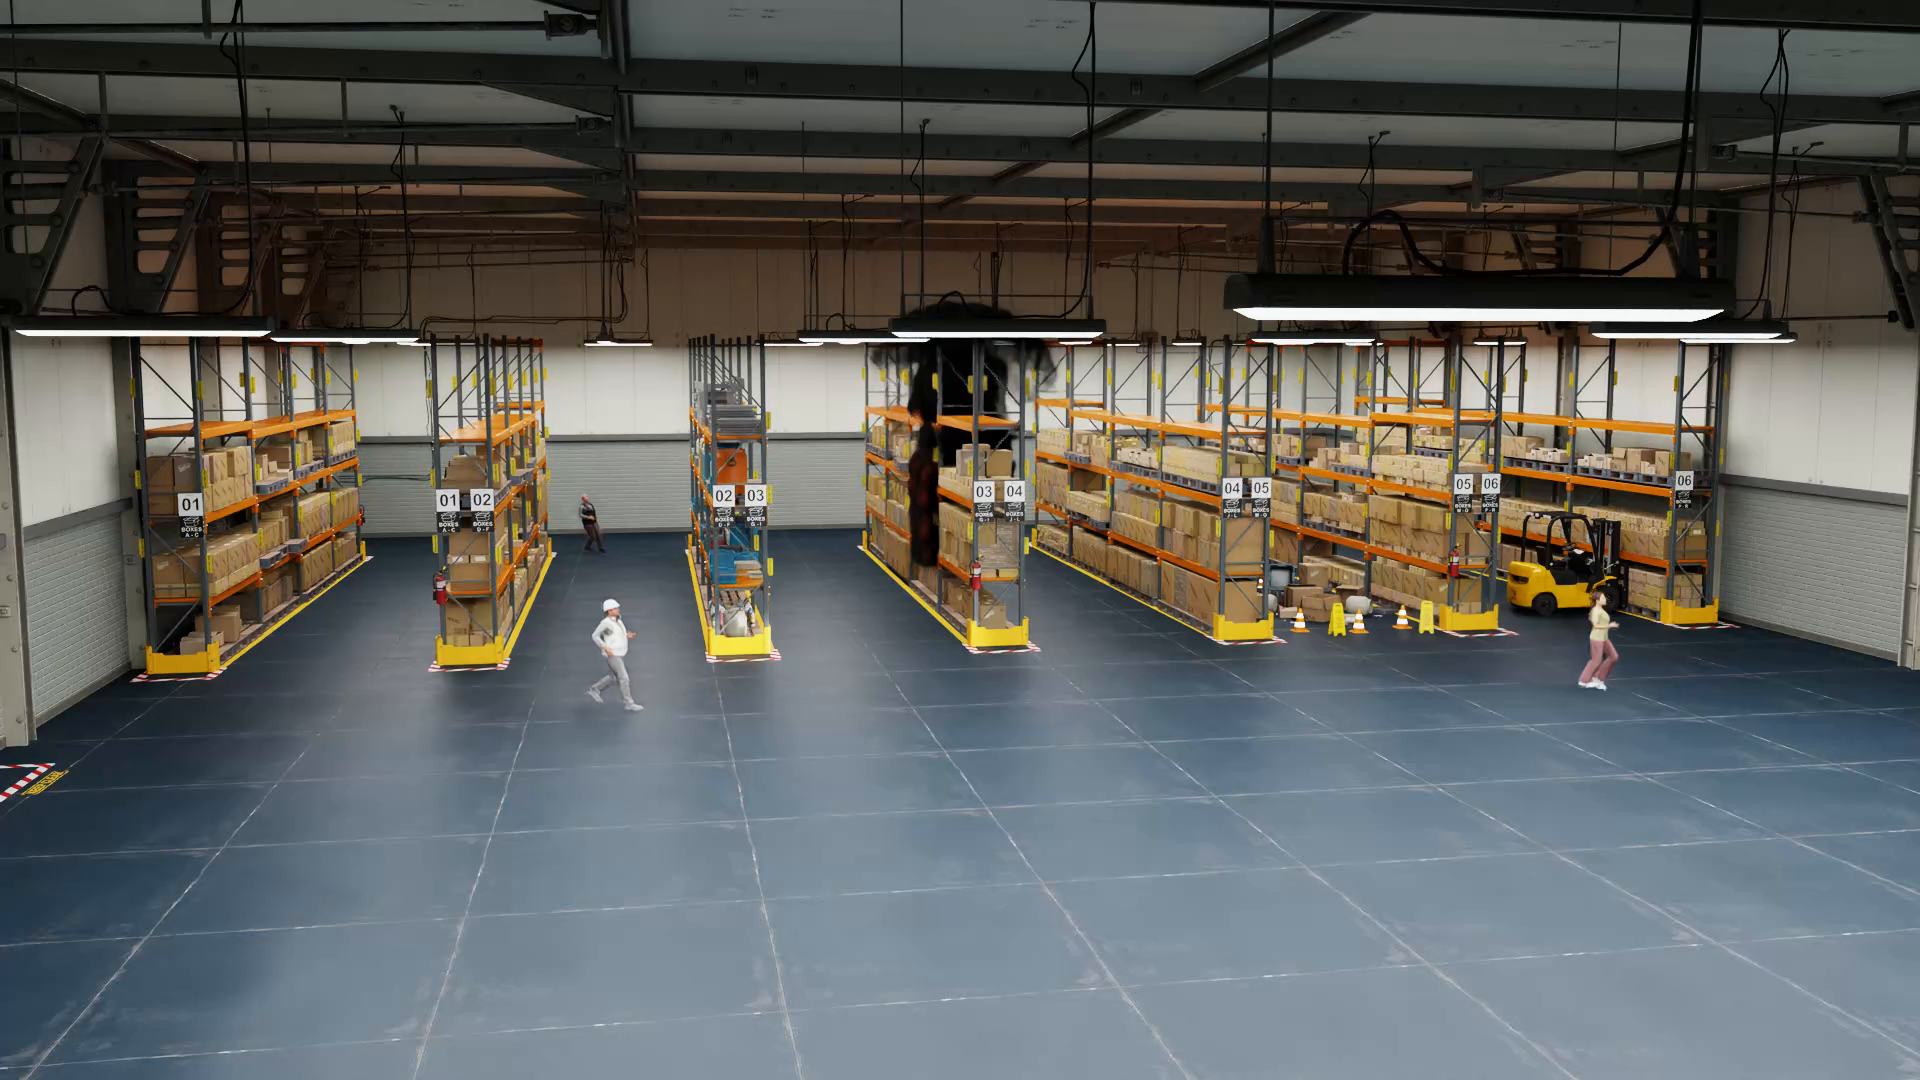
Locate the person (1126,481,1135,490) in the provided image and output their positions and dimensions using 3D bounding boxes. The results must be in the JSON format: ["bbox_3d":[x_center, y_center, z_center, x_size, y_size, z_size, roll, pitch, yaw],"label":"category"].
[{"bbox_3d":[5.158,-0.951,50.492,0.774,1.758,0.703,-1,7,-5],"label":"person"}]

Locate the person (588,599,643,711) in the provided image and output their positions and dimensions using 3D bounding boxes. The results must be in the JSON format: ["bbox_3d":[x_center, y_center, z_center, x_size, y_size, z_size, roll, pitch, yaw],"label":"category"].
[{"bbox_3d":[-5.483,1.810,26.347,0.969,1.749,0.659,1,7,9],"label":"person"}]

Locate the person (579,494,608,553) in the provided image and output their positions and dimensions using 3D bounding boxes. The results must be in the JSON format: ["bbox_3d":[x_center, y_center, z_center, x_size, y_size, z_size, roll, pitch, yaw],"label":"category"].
[{"bbox_3d":[-10.355,-0.452,46.556,0.782,1.671,0.675,4,7,28],"label":"person"}]

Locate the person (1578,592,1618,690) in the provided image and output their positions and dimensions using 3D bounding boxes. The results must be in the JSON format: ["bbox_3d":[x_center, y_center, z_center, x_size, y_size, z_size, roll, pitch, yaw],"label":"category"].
[{"bbox_3d":[10.759,1.704,27.954,0.633,1.689,0.560,5,8,35],"label":"person"}]
